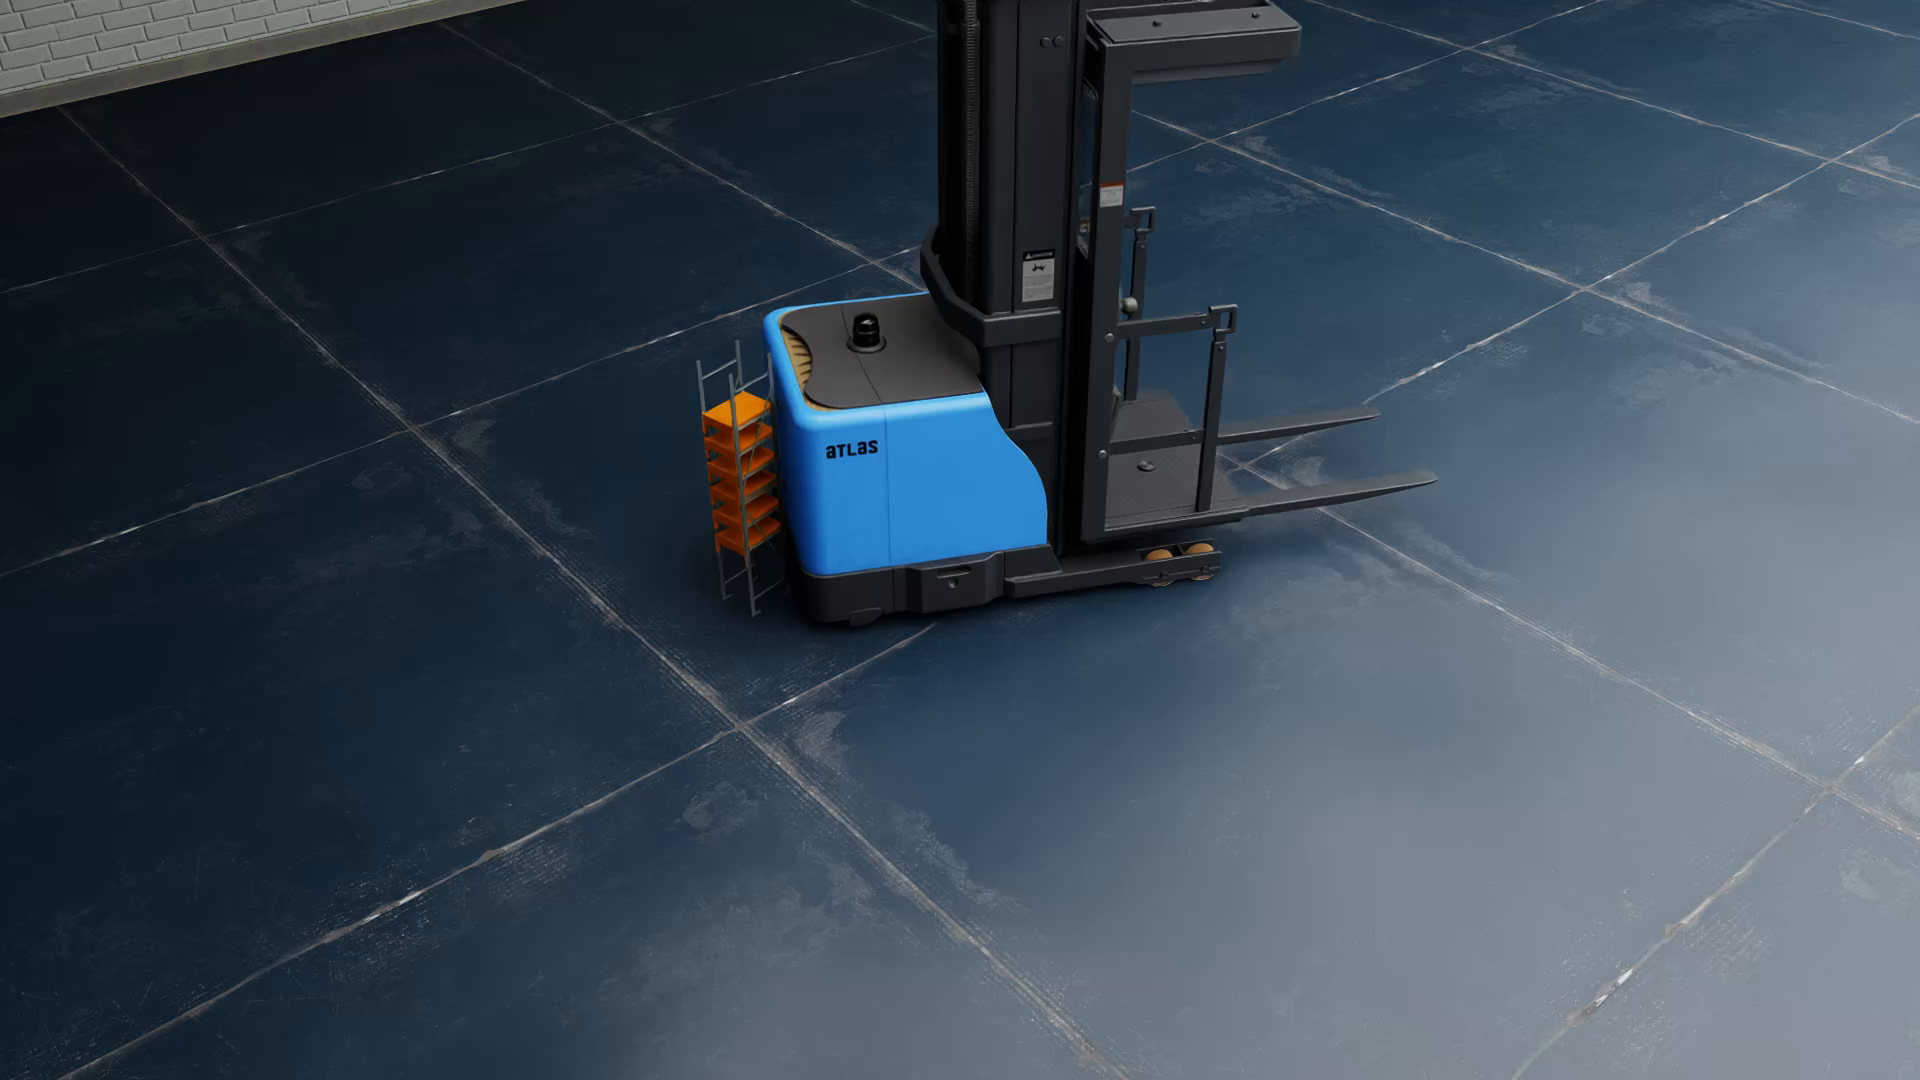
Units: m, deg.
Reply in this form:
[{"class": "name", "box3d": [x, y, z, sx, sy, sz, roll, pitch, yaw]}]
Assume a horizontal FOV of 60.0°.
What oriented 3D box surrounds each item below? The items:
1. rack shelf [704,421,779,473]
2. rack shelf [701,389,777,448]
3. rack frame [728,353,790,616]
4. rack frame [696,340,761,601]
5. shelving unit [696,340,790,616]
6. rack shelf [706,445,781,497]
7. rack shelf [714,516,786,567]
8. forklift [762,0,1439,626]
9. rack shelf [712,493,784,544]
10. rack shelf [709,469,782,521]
[{"class": "rack shelf", "box3d": [-0.912, -0.405, 6.944, 0.180, 0.103, 0.258, 24, 42, 31]}, {"class": "rack shelf", "box3d": [-0.913, -0.504, 6.875, 0.180, 0.103, 0.258, 24, 42, 31]}, {"class": "rack frame", "box3d": [-0.839, -0.213, 7.009, 0.006, 1.200, 0.240, 24, 42, 31]}, {"class": "rack frame", "box3d": [-0.982, -0.277, 7.103, 0.006, 1.200, 0.240, 24, 42, 31]}, {"class": "shelving unit", "box3d": [-0.911, -0.245, 7.056, 0.189, 1.200, 0.258, 24, 42, 31]}, {"class": "rack shelf", "box3d": [-0.911, -0.307, 7.013, 0.180, 0.103, 0.258, 24, 42, 31]}, {"class": "rack shelf", "box3d": [-0.909, -0.012, 7.219, 0.180, 0.103, 0.258, 24, 42, 31]}, {"class": "forklift", "box3d": [0.690, -1.275, 7.014, 3.031, 2.935, 1.130, -8, 36, -11]}, {"class": "rack shelf", "box3d": [-0.910, -0.110, 7.150, 0.180, 0.103, 0.258, 24, 42, 31]}, {"class": "rack shelf", "box3d": [-0.911, -0.208, 7.081, 0.180, 0.103, 0.258, 24, 42, 31]}]
